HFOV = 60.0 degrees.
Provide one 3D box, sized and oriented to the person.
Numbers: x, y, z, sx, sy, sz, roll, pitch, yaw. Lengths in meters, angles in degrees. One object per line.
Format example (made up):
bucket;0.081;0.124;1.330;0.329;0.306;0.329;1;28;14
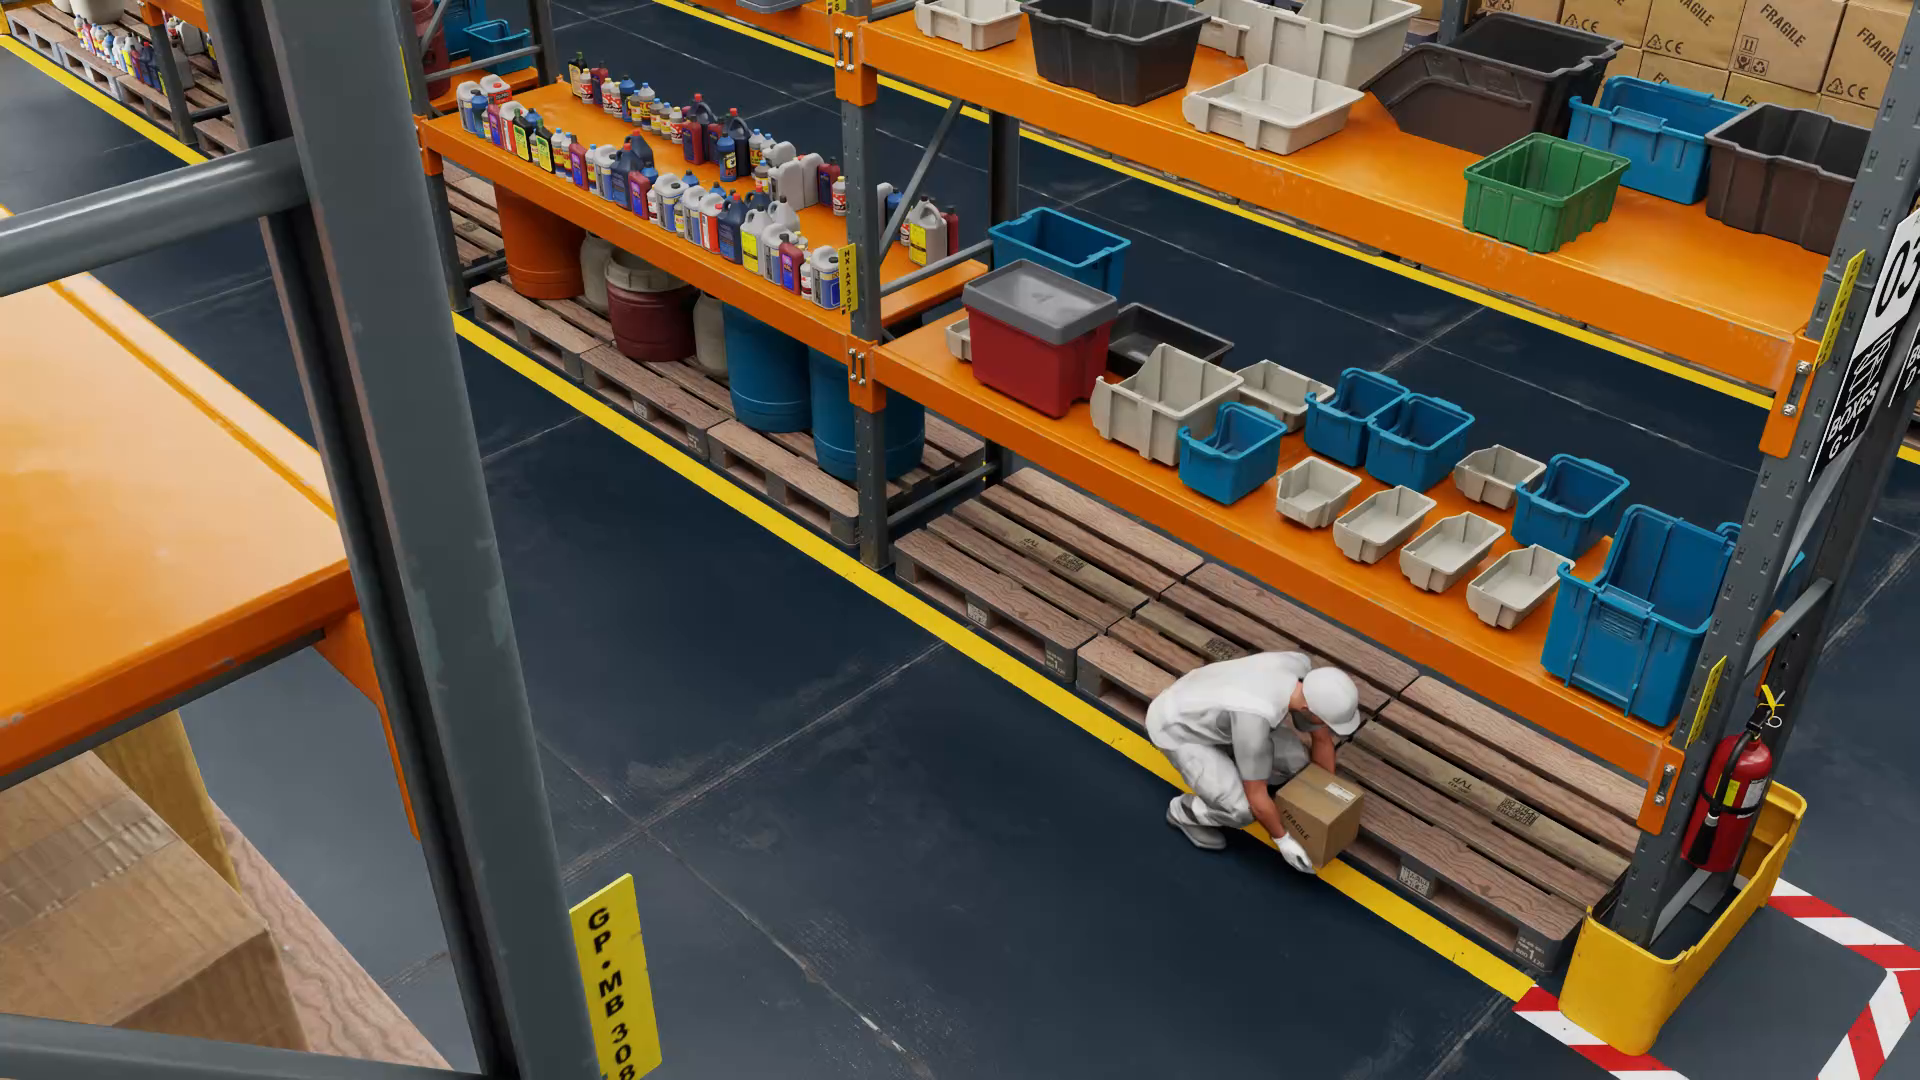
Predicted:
person;1.182;0.808;6.676;0.879;0.992;0.574;30;45;35
